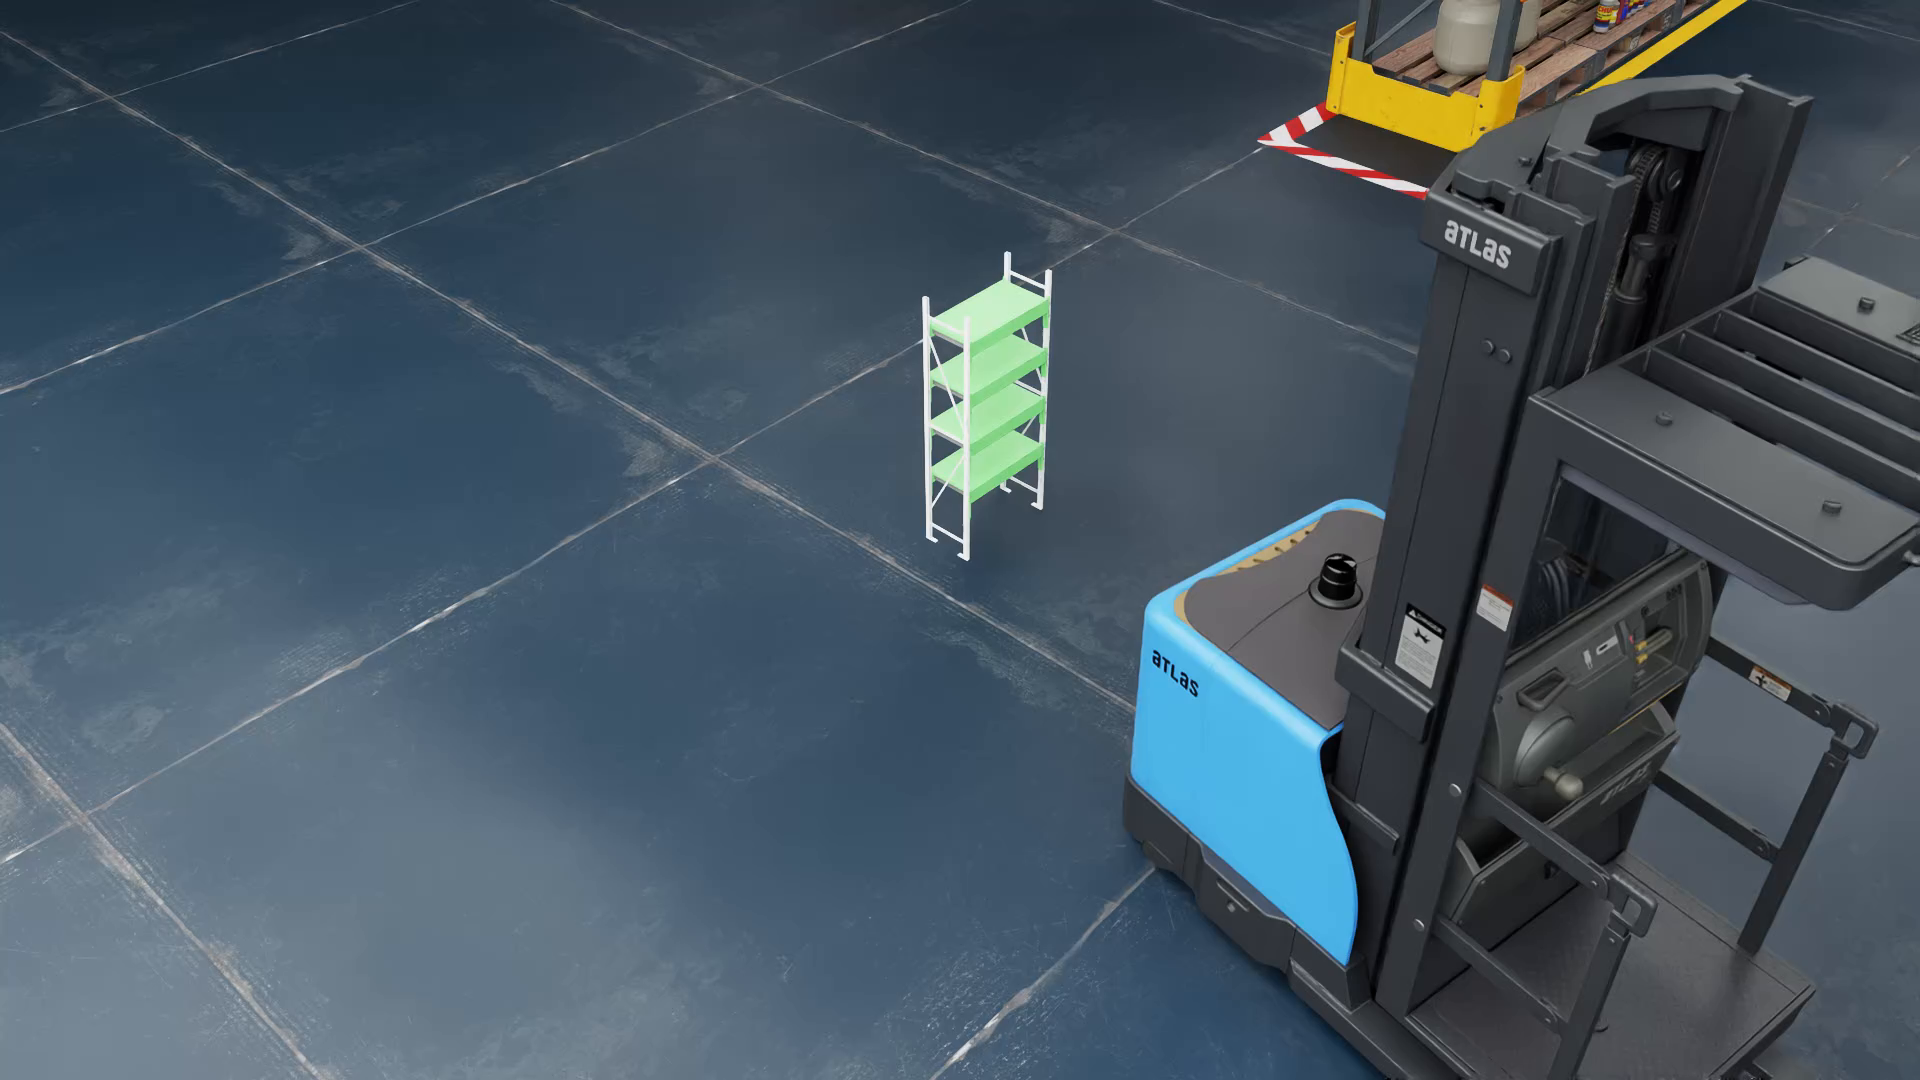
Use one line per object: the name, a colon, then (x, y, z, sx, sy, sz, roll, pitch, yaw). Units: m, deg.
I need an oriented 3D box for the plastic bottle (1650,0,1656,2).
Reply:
plastic bottle: (4.827, -3.867, 11.598, 0.097, 0.201, 0.097, 0, 38, 0)

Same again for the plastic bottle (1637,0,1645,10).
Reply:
plastic bottle: (4.689, -3.772, 11.479, 0.097, 0.201, 0.097, 0, 38, 0)

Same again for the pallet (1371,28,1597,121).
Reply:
pallet: (3.439, -3.079, 10.952, 1.003, 0.211, 1.213, 30, 47, 32)

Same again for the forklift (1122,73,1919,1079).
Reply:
forklift: (1.862, 0.438, 4.344, 1.130, 2.935, 3.031, -25, 45, -28)

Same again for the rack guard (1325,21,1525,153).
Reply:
rack guard: (2.887, -2.821, 10.396, 1.175, 0.500, 0.348, 30, 47, 32)

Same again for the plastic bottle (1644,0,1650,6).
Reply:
plastic bottle: (4.759, -3.847, 11.517, 0.097, 0.271, 0.097, 0, 38, 0)

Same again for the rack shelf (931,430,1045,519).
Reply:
rack shelf: (0.112, -0.308, 7.161, 0.258, 0.148, 0.480, 30, 47, 32)

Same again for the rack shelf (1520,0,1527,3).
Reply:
rack shelf: (4.219, -4.382, 10.928, 1.077, 0.370, 4.000, 30, 47, 32)

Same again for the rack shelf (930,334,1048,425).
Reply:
rack shelf: (0.112, -0.684, 6.863, 0.258, 0.148, 0.480, 30, 47, 32)

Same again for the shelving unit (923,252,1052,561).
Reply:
shelving unit: (0.112, -0.546, 6.972, 0.258, 1.200, 0.503, 30, 47, 32)

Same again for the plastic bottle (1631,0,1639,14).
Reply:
plastic bottle: (4.622, -3.754, 11.400, 0.097, 0.271, 0.097, 0, 38, 0)

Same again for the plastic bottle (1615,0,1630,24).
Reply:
plastic bottle: (4.489, -3.652, 11.262, 0.061, 0.283, 0.133, 30, 48, 33)

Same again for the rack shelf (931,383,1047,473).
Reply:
rack shelf: (0.112, -0.496, 7.012, 0.258, 0.148, 0.480, 30, 47, 32)

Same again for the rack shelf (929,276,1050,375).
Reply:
rack shelf: (0.112, -0.871, 6.713, 0.258, 0.148, 0.480, 30, 47, 32)

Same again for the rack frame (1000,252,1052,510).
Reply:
rack frame: (0.276, -0.658, 7.113, 0.240, 1.200, 0.015, 30, 47, 32)

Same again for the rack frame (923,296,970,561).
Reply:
rack frame: (-0.053, -0.434, 6.831, 0.240, 1.200, 0.015, 30, 47, 32)

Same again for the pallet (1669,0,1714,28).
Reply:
pallet: (5.085, -4.200, 12.362, 1.003, 0.211, 1.213, 30, 47, 32)

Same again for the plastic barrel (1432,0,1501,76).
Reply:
plastic barrel: (3.258, -3.270, 10.613, 0.421, 0.512, 0.421, 0, 38, 0)

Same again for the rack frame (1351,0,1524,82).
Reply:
rack frame: (2.870, -3.744, 9.549, 1.000, 3.000, 0.127, 30, 47, 32)

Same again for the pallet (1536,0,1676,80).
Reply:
pallet: (4.262, -3.637, 11.654, 1.003, 0.211, 1.213, 30, 47, 32)

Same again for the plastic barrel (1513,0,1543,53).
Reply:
plastic barrel: (3.596, -3.500, 10.903, 0.421, 0.512, 0.421, 0, 38, 0)

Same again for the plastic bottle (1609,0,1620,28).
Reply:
plastic bottle: (4.393, -3.571, 11.226, 0.097, 0.201, 0.097, 0, 38, 0)

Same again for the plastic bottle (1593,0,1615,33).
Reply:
plastic bottle: (4.323, -3.551, 11.144, 0.097, 0.271, 0.097, 0, 38, 0)

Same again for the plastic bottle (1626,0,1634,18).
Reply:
plastic bottle: (4.554, -3.708, 11.342, 0.097, 0.271, 0.097, 0, 38, 0)
